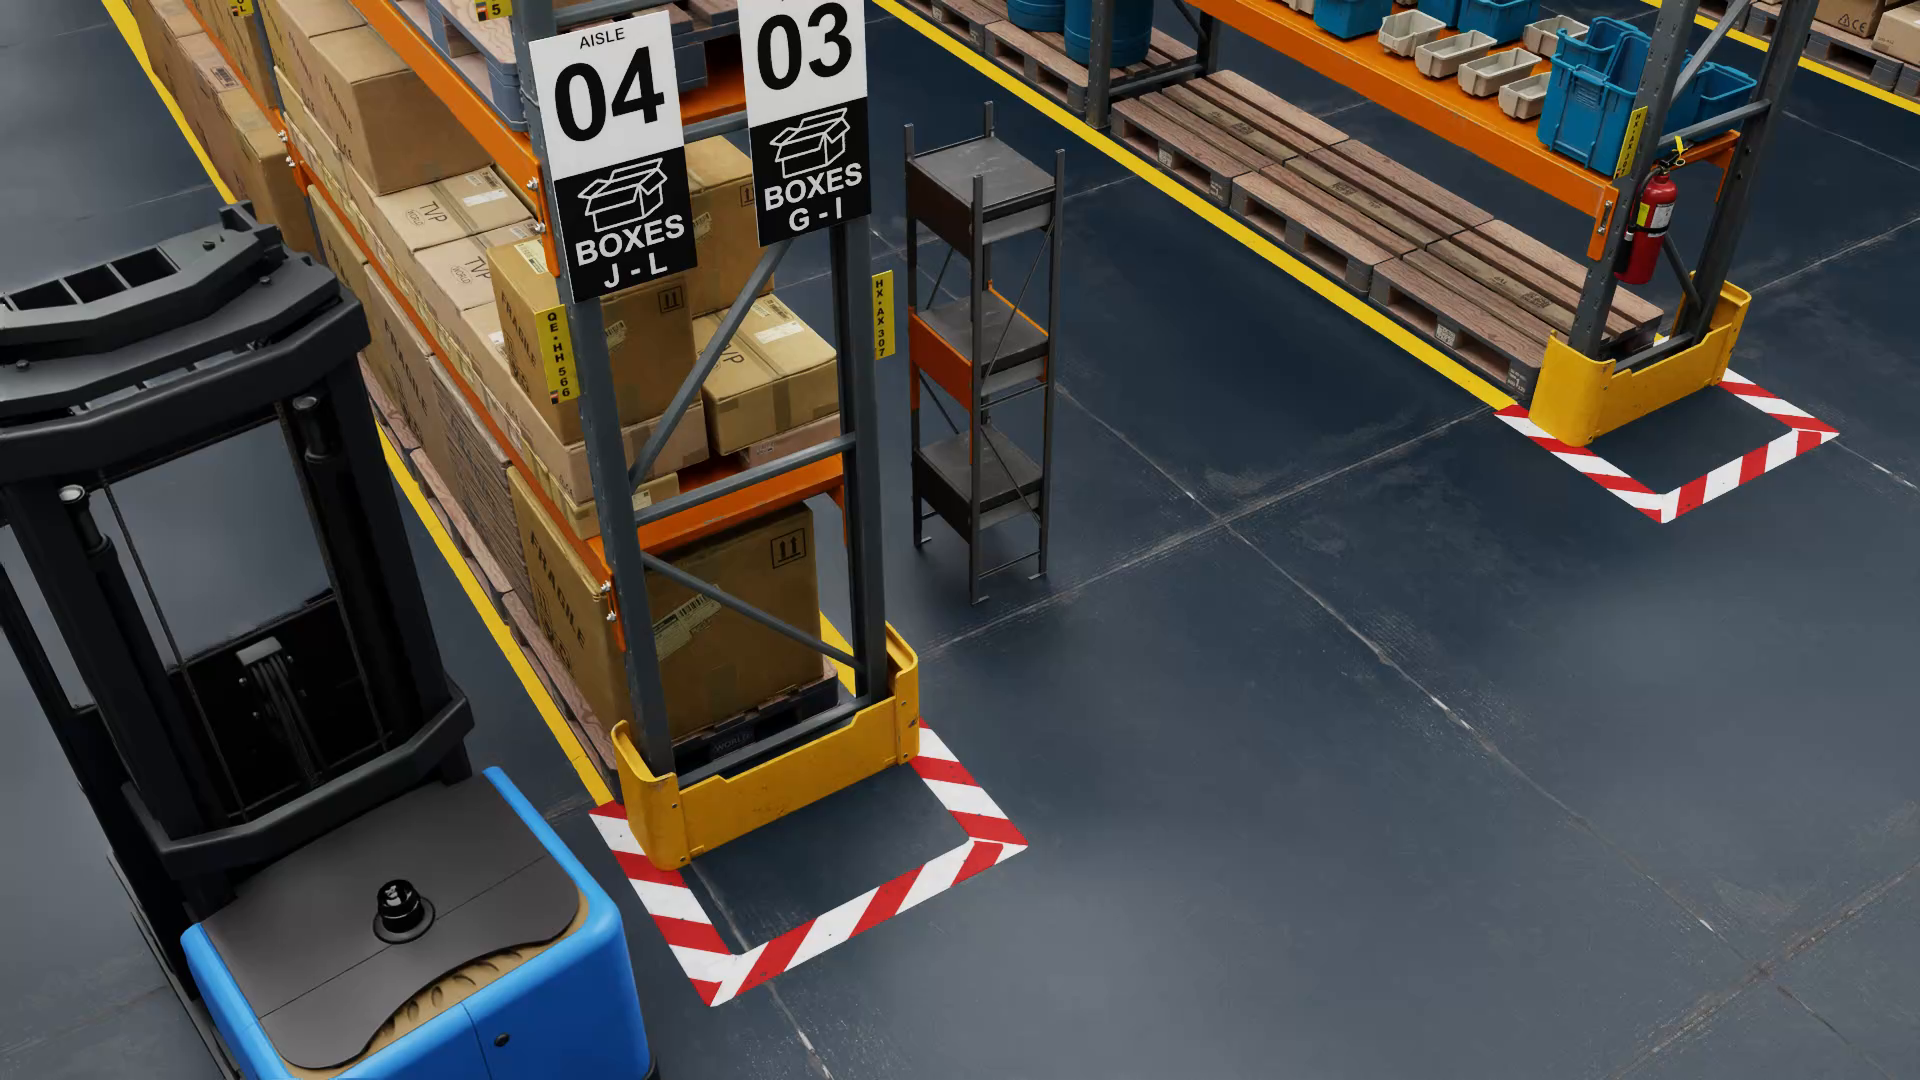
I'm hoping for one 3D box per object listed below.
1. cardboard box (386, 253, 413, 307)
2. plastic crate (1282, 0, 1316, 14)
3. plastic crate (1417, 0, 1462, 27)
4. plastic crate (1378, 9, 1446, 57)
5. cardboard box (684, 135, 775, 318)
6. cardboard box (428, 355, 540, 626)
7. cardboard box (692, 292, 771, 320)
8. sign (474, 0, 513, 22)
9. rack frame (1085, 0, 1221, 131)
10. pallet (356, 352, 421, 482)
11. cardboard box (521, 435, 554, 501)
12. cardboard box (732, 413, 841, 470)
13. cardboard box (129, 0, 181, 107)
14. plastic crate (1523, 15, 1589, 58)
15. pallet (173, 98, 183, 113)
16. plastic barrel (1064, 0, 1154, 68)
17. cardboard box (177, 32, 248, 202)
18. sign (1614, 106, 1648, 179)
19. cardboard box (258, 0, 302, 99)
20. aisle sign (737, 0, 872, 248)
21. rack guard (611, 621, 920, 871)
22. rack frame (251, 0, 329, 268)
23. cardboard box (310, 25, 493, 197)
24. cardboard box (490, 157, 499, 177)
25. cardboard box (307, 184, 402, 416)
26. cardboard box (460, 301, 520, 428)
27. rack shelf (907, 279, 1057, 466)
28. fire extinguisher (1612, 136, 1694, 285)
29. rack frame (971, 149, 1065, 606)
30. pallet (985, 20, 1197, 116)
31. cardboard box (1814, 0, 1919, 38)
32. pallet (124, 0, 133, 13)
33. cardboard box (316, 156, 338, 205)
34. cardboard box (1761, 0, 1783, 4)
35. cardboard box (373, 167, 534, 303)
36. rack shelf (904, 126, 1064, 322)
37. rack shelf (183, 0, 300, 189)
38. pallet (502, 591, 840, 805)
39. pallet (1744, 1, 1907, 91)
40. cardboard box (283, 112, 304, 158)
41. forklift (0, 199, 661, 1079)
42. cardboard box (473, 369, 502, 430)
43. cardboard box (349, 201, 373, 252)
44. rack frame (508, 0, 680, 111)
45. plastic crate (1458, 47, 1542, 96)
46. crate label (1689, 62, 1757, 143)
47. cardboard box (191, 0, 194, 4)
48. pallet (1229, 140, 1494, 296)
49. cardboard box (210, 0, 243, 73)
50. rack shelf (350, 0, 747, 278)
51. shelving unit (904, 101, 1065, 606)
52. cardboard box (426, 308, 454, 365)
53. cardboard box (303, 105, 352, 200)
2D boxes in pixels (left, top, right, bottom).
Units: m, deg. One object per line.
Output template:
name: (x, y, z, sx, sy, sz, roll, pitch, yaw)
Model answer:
cardboard box: (-2.169, -1.144, 6.976, 0.380, 0.149, 0.250, -24, 45, -26)
plastic crate: (1.955, -3.151, 9.234, 0.437, 0.282, 0.530, -22, 45, -24)
plastic crate: (2.715, -2.980, 9.067, 0.416, 0.233, 0.300, -22, 45, -24)
plastic crate: (2.360, -2.658, 8.756, 0.298, 0.136, 0.250, -22, 45, -24)
cardboard box: (-1.035, -1.164, 6.102, 0.500, 0.500, 0.500, -23, 45, -25)
cardboard box: (-1.637, -0.351, 7.160, 0.875, 0.875, 0.875, -22, 45, -24)
cardboard box: (-1.052, -0.884, 6.352, 0.500, 0.250, 0.500, -23, 45, -25)
sign: (-1.201, -1.480, 4.210, 0.100, 0.325, 0.005, -22, 45, -24)
rack frame: (1.289, -4.061, 10.280, 1.000, 3.000, 0.127, -22, 45, -24)
pallet: (-2.544, -0.847, 8.602, 1.003, 0.211, 1.213, -22, 45, -24)
cardboard box: (-1.346, -0.319, 5.986, 0.380, 0.149, 0.250, -22, 44, -24)
cardboard box: (-0.649, -0.406, 6.090, 0.380, 0.149, 0.250, -22, 44, -24)
cardboard box: (-4.684, -3.480, 10.915, 1.225, 0.875, 0.875, -24, 46, -26)
plastic crate: (3.117, -2.638, 8.732, 0.250, 0.136, 0.298, -22, 45, -24)
pallet: (-4.677, -2.992, 11.176, 1.003, 0.211, 1.213, -22, 45, -24)
plastic barrel: (1.011, -3.715, 11.177, 0.600, 0.901, 0.708, -22, 45, -24)
cardboard box: (-3.729, -2.522, 9.765, 1.225, 0.875, 0.875, -24, 45, -26)
sign: (2.985, -1.766, 7.399, 0.100, 0.325, 0.005, -22, 45, -24)
cardboard box: (-2.845, -2.354, 7.531, 0.500, 0.500, 0.500, -22, 45, -24)
aisle sign: (-0.445, -1.260, 4.888, 0.394, 0.787, 0.004, -22, 45, -24)
rack guard: (-0.723, 0.776, 6.428, 1.175, 0.500, 0.348, -22, 45, -24)
rack frame: (-2.887, -2.356, 8.234, 1.000, 3.000, 0.127, -22, 45, -24)
cardboard box: (-2.303, -1.806, 6.874, 0.500, 0.500, 0.500, -24, 45, -26)
cardboard box: (-1.873, -1.711, 7.345, 0.500, 0.250, 0.500, -21, 44, -24)
cardboard box: (-2.600, -1.317, 8.319, 0.875, 0.875, 0.875, -22, 45, -24)
cardboard box: (-1.493, -0.698, 6.129, 0.500, 0.250, 0.500, -23, 45, -25)
rack shelf: (0.089, -0.707, 6.979, 0.431, 0.518, 0.480, -22, 45, -24)
fire extinguisher: (3.138, -1.491, 7.548, 0.296, 0.674, 0.183, -22, 45, -24)
rack frame: (0.220, -0.586, 6.813, 0.400, 2.100, 0.015, -22, 45, -24)
pallet: (0.909, -3.420, 11.690, 1.003, 0.211, 1.213, -22, 45, -24)
cardboard box: (6.482, -3.961, 11.767, 0.797, 0.503, 0.637, -22, 45, -24)
pallet: (-6.109, -4.524, 13.014, 1.003, 0.211, 1.213, -22, 45, -24)
cardboard box: (-2.725, -1.701, 7.645, 0.380, 0.149, 0.250, -21, 44, -23)
cardboard box: (5.984, -4.080, 12.173, 0.380, 0.166, 0.250, -22, 45, -24)
cardboard box: (-2.050, -1.252, 6.794, 0.500, 0.250, 0.500, -22, 45, -24)
rack shelf: (0.089, -1.245, 6.531, 0.431, 0.518, 0.480, -22, 45, -24)
rack shelf: (-3.962, -3.159, 9.760, 1.077, 0.370, 4.000, -22, 45, -24)
pallet: (-1.232, 0.470, 7.021, 1.003, 0.211, 1.213, -22, 45, -24)
pallet: (6.496, -3.662, 11.980, 1.003, 0.211, 1.213, -22, 45, -24)
cardboard box: (-3.008, -1.985, 7.986, 0.380, 0.149, 0.250, -22, 45, -24)
forklift: (-2.300, 0.257, 5.152, 1.130, 2.935, 3.031, -28, 48, -30)
cardboard box: (-1.615, -0.591, 6.312, 0.380, 0.149, 0.250, -21, 44, -24)
cardboard box: (-2.444, -1.422, 7.310, 0.380, 0.149, 0.250, -23, 45, -25)
rack frame: (-0.736, -2.502, 3.723, 1.000, 3.000, 0.127, -22, 45, -24)
plastic crate: (2.705, -2.363, 8.401, 0.396, 0.136, 0.243, -22, 45, -24)
crate label: (3.585, -2.107, 8.019, 0.416, 0.233, 0.303, -22, 45, -24)
cardboard box: (-4.181, -3.374, 9.378, 0.500, 0.500, 0.500, -22, 45, -24)
pallet: (2.377, -1.947, 9.921, 1.003, 0.211, 1.213, -22, 45, -24)
cardboard box: (-3.629, -2.822, 8.716, 0.500, 0.500, 0.500, -21, 44, -23)
rack shelf: (-1.812, -2.152, 6.209, 1.077, 0.370, 4.000, -22, 45, -24)
shelving unit: (0.089, -0.717, 6.971, 0.431, 2.100, 0.503, -22, 45, -24)
cardboard box: (-1.896, -0.870, 6.647, 0.380, 0.149, 0.250, -22, 45, -24)
cardboard box: (-2.592, -1.799, 7.450, 0.500, 0.250, 0.500, -22, 45, -25)
